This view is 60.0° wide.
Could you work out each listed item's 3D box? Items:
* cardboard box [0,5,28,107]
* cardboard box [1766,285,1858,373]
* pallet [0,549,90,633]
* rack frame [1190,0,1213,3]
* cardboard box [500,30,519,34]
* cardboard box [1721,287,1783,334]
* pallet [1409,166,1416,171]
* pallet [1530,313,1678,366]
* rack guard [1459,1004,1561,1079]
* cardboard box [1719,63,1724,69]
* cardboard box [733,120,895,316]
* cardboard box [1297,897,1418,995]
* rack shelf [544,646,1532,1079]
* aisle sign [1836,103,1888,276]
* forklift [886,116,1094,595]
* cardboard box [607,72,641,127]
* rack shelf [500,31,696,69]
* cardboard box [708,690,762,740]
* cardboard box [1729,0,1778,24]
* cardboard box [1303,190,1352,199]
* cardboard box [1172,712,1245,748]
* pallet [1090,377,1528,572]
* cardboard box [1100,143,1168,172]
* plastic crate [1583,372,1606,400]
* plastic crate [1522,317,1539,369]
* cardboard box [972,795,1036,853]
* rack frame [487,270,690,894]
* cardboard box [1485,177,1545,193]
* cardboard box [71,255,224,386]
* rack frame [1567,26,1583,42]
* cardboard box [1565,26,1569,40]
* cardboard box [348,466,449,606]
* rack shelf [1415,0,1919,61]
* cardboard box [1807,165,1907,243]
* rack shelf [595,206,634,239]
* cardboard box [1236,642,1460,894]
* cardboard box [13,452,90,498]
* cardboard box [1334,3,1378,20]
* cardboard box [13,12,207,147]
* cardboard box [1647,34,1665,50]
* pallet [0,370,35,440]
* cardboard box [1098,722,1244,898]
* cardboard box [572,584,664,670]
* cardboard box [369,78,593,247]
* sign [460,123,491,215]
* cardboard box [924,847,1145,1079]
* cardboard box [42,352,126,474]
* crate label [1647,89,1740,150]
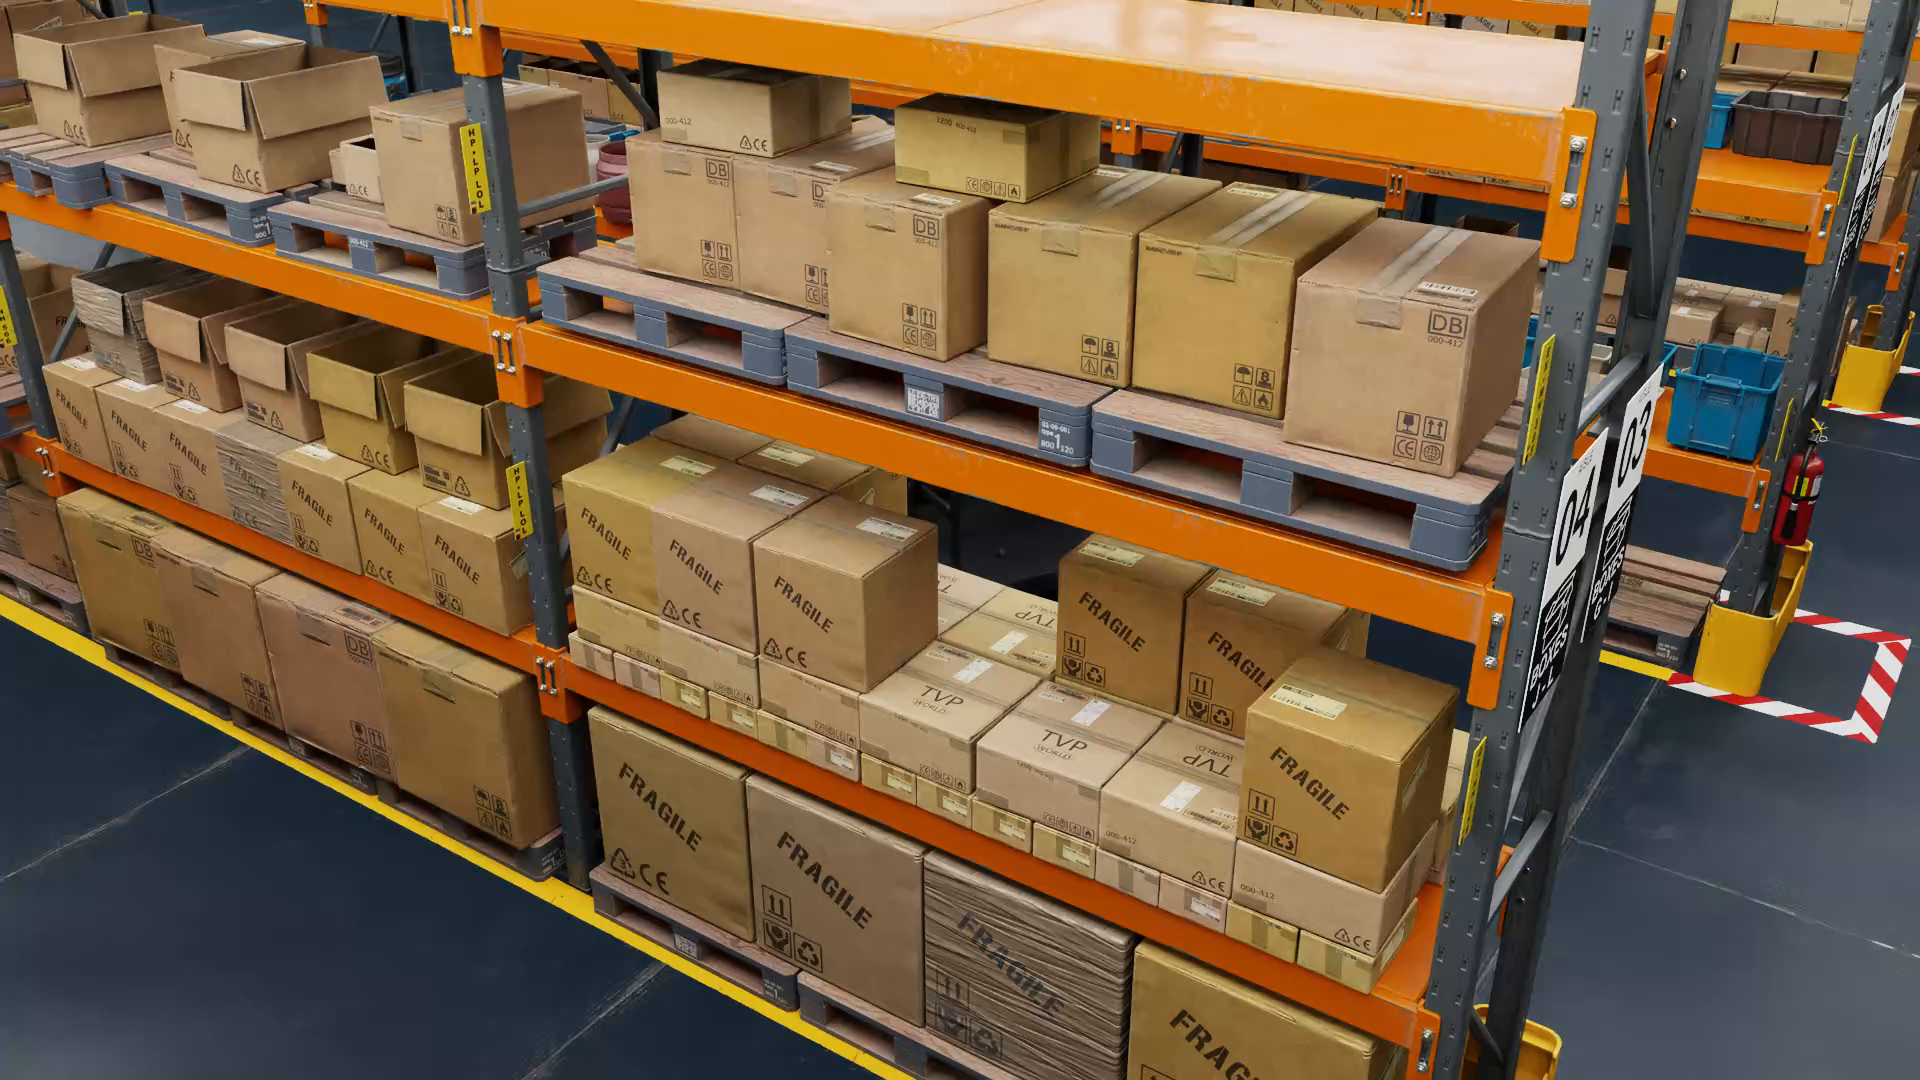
[{"bbox_3d":[-5.341,-2.545,8.750,0.500,0.500,0.500,18,32,32],"label":"cardboard box"},{"bbox_3d":[6.812,-1.690,13.309,0.500,0.500,0.500,17,32,30],"label":"cardboard box"},{"bbox_3d":[-5.450,0.129,10.537,1.213,0.211,1.003,17,32,30],"label":"pallet"},{"bbox_3d":[1.295,-4.410,9.769,0.127,3.000,1.000,17,32,30],"label":"rack frame"},{"bbox_3d":[-5.411,-6.589,20.554,0.500,0.500,0.700,17,32,30],"label":"cardboard box"},{"bbox_3d":[6.700,-1.905,14.007,0.500,0.250,0.500,17,32,30],"label":"cardboard box"},{"bbox_3d":[5.216,-4.681,19.989,1.213,0.211,1.003,17,32,30],"label":"pallet"},{"bbox_3d":[5.678,-1.855,14.437,1.213,0.211,1.003,17,32,30],"label":"pallet"},{"bbox_3d":[1.808,2.262,6.027,0.348,0.500,1.175,17,32,30],"label":"rack guard"},{"bbox_3d":[5.919,-3.655,13.686,0.500,0.500,0.500,17,32,30],"label":"cardboard box"},{"bbox_3d":[-0.389,-1.180,6.044,0.500,0.500,0.700,19,33,33],"label":"cardboard box"},{"bbox_3d":[1.308,1.286,5.467,0.250,0.149,0.380,18,32,31],"label":"cardboard box"},{"bbox_3d":[0.139,0.949,6.645,4.000,0.370,1.077,17,32,30],"label":"rack shelf"},{"bbox_3d":[4.486,-1.740,8.270,0.004,0.787,0.394,17,32,30],"label":"aisle sign"},{"bbox_3d":[0.282,-0.980,9.719,1.130,2.935,3.031,-14,30,-25],"label":"forklift"},{"bbox_3d":[-3.818,-5.235,19.745,0.500,0.500,0.500,17,32,30],"label":"cardboard box"},{"bbox_3d":[-4.140,-5.835,19.975,4.000,0.370,1.077,17,32,30],"label":"rack shelf"},{"bbox_3d":[-0.802,0.629,6.758,0.250,0.149,0.380,16,31,29],"label":"cardboard box"},{"bbox_3d":[6.001,-4.120,12.670,0.500,0.250,0.500,17,32,30],"label":"cardboard box"},{"bbox_3d":[3.396,-3.018,15.918,0.500,0.500,0.500,18,32,31],"label":"cardboard box"},{"bbox_3d":[1.113,0.721,6.137,0.500,0.250,0.500,17,31,30],"label":"cardboard box"},{"bbox_3d":[1.170,-0.342,5.179,1.213,0.211,1.003,17,32,30],"label":"pallet"},{"bbox_3d":[1.758,-3.866,16.757,0.500,0.250,0.500,19,32,32],"label":"cardboard box"},{"bbox_3d":[3.587,-0.840,9.592,0.243,0.136,0.396,17,32,30],"label":"plastic crate"},{"bbox_3d":[3.490,-1.186,10.166,0.300,0.233,0.416,17,32,30],"label":"plastic crate"},{"bbox_3d":[0.251,0.958,6.112,0.250,0.149,0.380,17,32,30],"label":"cardboard box"},{"bbox_3d":[-1.509,0.115,7.491,0.127,3.000,1.000,17,32,30],"label":"rack frame"},{"bbox_3d":[4.792,-3.269,14.030,0.500,0.500,0.500,18,32,31],"label":"cardboard box"},{"bbox_3d":[-4.213,-1.210,8.878,0.637,0.503,0.797,19,32,32],"label":"cardboard box"},{"bbox_3d":[6.904,-5.440,18.407,0.127,3.000,1.000,17,32,30],"label":"rack frame"},{"bbox_3d":[6.668,-5.839,18.730,0.500,0.500,0.500,16,31,29],"label":"cardboard box"},{"bbox_3d":[-2.453,-0.077,7.758,0.500,0.500,0.500,18,32,32],"label":"cardboard box"},{"bbox_3d":[5.751,-4.090,13.240,4.000,0.370,1.077,17,32,30],"label":"rack shelf"},{"bbox_3d":[6.876,-2.618,12.751,0.500,0.500,0.500,18,32,32],"label":"cardboard box"},{"bbox_3d":[-3.651,-2.957,14.320,4.000,0.370,1.077,17,32,30],"label":"rack shelf"},{"bbox_3d":[1.237,0.715,5.322,0.500,0.500,0.500,18,32,31],"label":"cardboard box"},{"bbox_3d":[-5.376,-0.489,10.122,0.500,0.250,0.500,19,32,32],"label":"cardboard box"},{"bbox_3d":[4.697,-6.167,19.376,0.500,0.500,0.500,17,32,30],"label":"cardboard box"},{"bbox_3d":[-4.263,-2.352,8.455,0.637,0.503,0.797,19,33,33],"label":"cardboard box"},{"bbox_3d":[7.342,-5.429,18.054,0.700,0.700,0.980,18,32,31],"label":"cardboard box"},{"bbox_3d":[-5.454,-0.970,9.834,1.003,0.211,1.213,17,32,30],"label":"pallet"},{"bbox_3d":[0.820,0.921,5.745,0.500,0.250,0.500,17,31,29],"label":"cardboard box"},{"bbox_3d":[-1.270,0.268,7.028,0.500,0.250,0.500,17,31,29],"label":"cardboard box"},{"bbox_3d":[-1.993,-1.599,6.978,0.500,0.500,0.700,18,32,31],"label":"cardboard box"},{"bbox_3d":[-1.809,-1.387,6.218,0.005,0.325,0.100,17,32,30],"label":"sign"},{"bbox_3d":[0.465,1.534,6.582,0.875,0.875,0.875,17,32,30],"label":"cardboard box"},{"bbox_3d":[-4.560,-0.730,9.041,0.500,0.500,0.500,18,32,32],"label":"cardboard box"},{"bbox_3d":[4.015,-2.338,9.167,0.502,0.251,0.408,17,32,30],"label":"crate label"}]
